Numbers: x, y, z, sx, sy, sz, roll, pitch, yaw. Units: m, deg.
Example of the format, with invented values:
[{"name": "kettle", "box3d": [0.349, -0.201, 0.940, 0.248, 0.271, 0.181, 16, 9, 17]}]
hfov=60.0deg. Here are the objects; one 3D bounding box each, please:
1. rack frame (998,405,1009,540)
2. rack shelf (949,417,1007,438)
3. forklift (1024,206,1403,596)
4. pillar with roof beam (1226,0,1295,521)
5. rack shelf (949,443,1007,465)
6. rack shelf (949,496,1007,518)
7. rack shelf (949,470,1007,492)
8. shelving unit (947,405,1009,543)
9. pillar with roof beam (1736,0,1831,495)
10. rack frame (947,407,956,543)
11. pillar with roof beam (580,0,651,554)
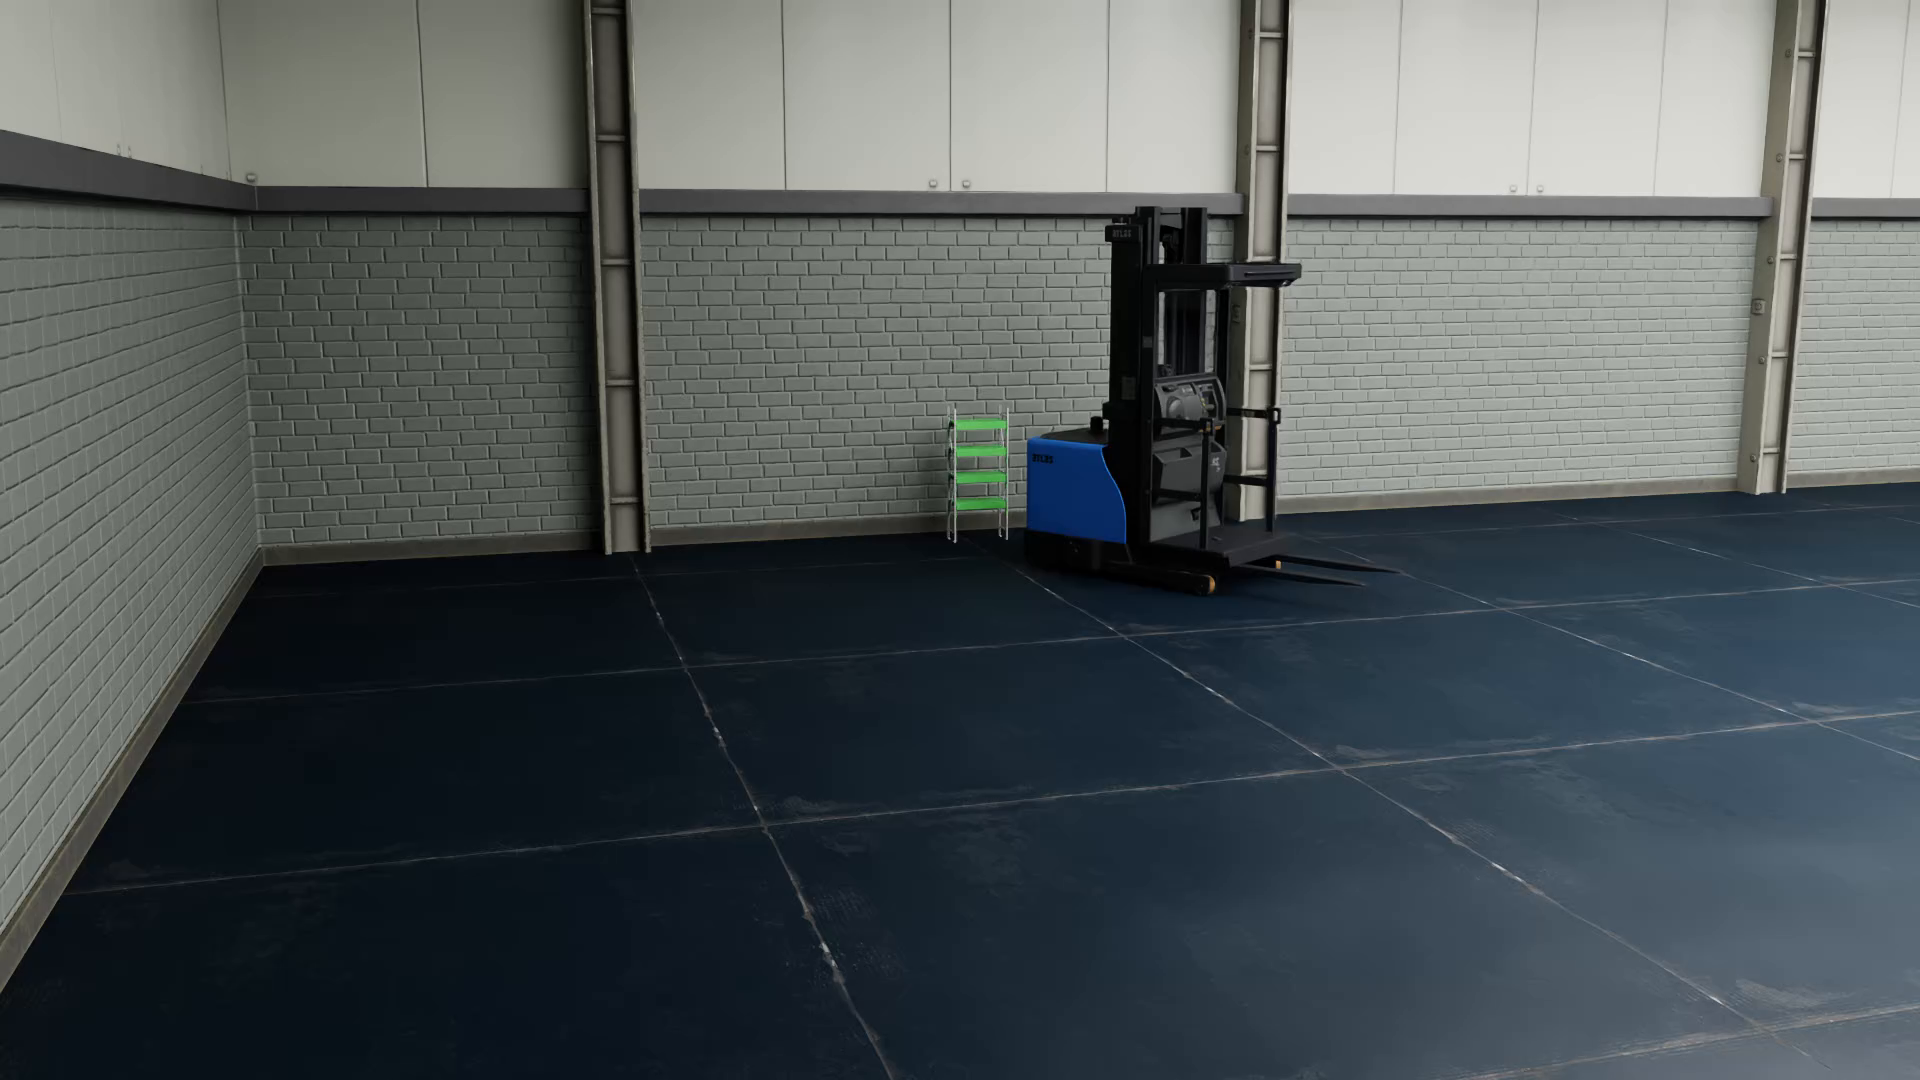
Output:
[{"name": "rack frame", "box3d": [0.393, -0.611, 15.050, 0.015, 1.200, 0.240, -3, 11, -16]}, {"name": "rack shelf", "box3d": [0.159, -1.008, 14.908, 0.480, 0.148, 0.258, -3, 11, -16]}, {"name": "forklift", "box3d": [1.984, -1.122, 13.045, 3.031, 2.935, 1.130, 9, 14, 40]}, {"name": "pillar with roof beam", "box3d": [4.042, -3.893, 11.338, 0.400, 9.000, 9.100, -3, 11, -16]}, {"name": "rack shelf", "box3d": [0.159, -0.772, 14.951, 0.480, 0.148, 0.258, -3, 11, -16]}, {"name": "rack shelf", "box3d": [0.159, -0.300, 15.038, 0.480, 0.148, 0.258, -3, 11, -16]}, {"name": "rack shelf", "box3d": [0.159, -0.536, 14.995, 0.480, 0.148, 0.258, -3, 11, -16]}, {"name": "shelving unit", "box3d": [0.159, -0.598, 14.983, 0.503, 1.200, 0.258, -3, 11, -16]}, {"name": "pillar with roof beam", "box3d": [9.803, -4.197, 12.988, 0.400, 9.000, 9.100, -3, 11, -16]}, {"name": "rack frame", "box3d": [-0.075, -0.586, 14.916, 0.015, 1.200, 0.240, -3, 11, -16]}, {"name": "pillar with roof beam", "box3d": [-1.719, -3.589, 9.689, 0.400, 9.000, 9.100, -3, 11, -16]}]
